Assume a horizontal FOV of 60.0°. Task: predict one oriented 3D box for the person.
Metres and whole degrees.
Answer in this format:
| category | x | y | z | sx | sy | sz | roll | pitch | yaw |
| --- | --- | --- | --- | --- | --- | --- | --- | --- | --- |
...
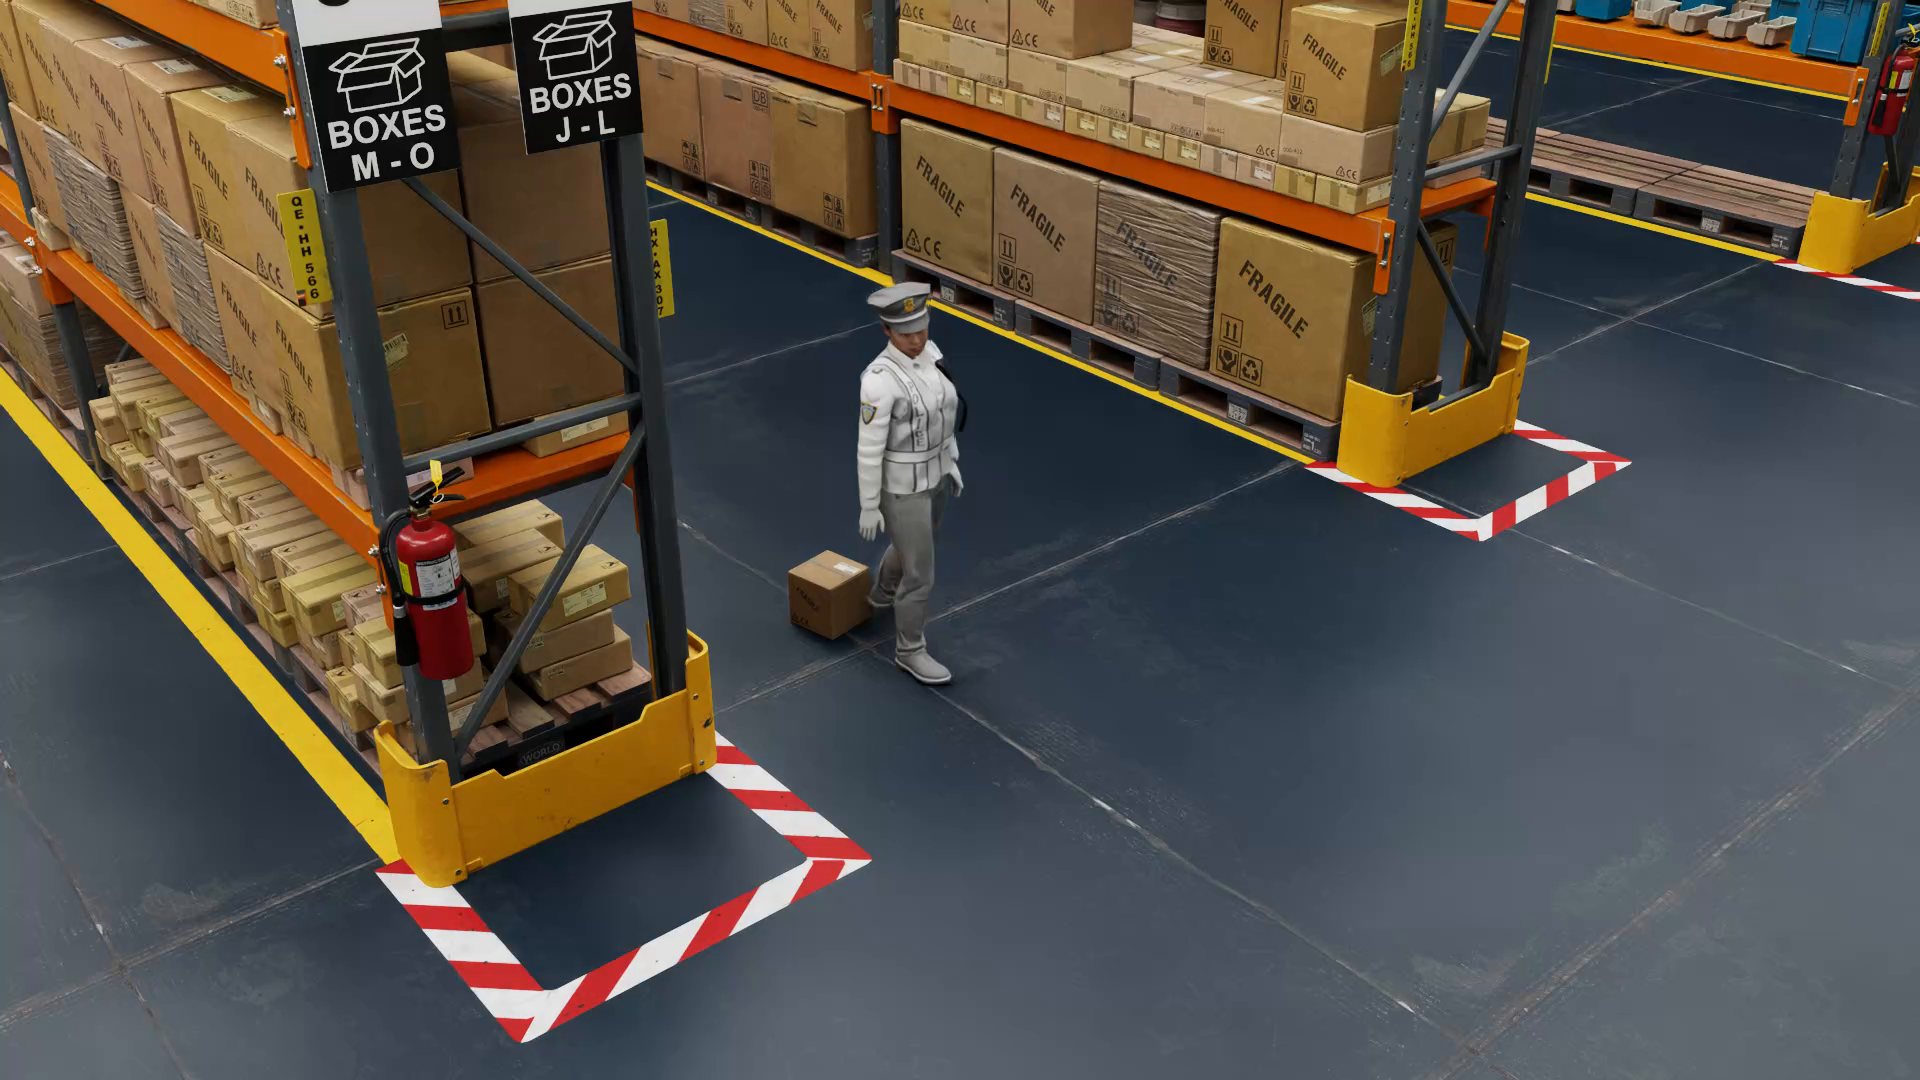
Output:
| category | x | y | z | sx | sy | sz | roll | pitch | yaw |
| --- | --- | --- | --- | --- | --- | --- | --- | --- | --- |
| person | -0.205 | -0.276 | 6.628 | 0.538 | 1.654 | 0.727 | 12 | 31 | 21 |
